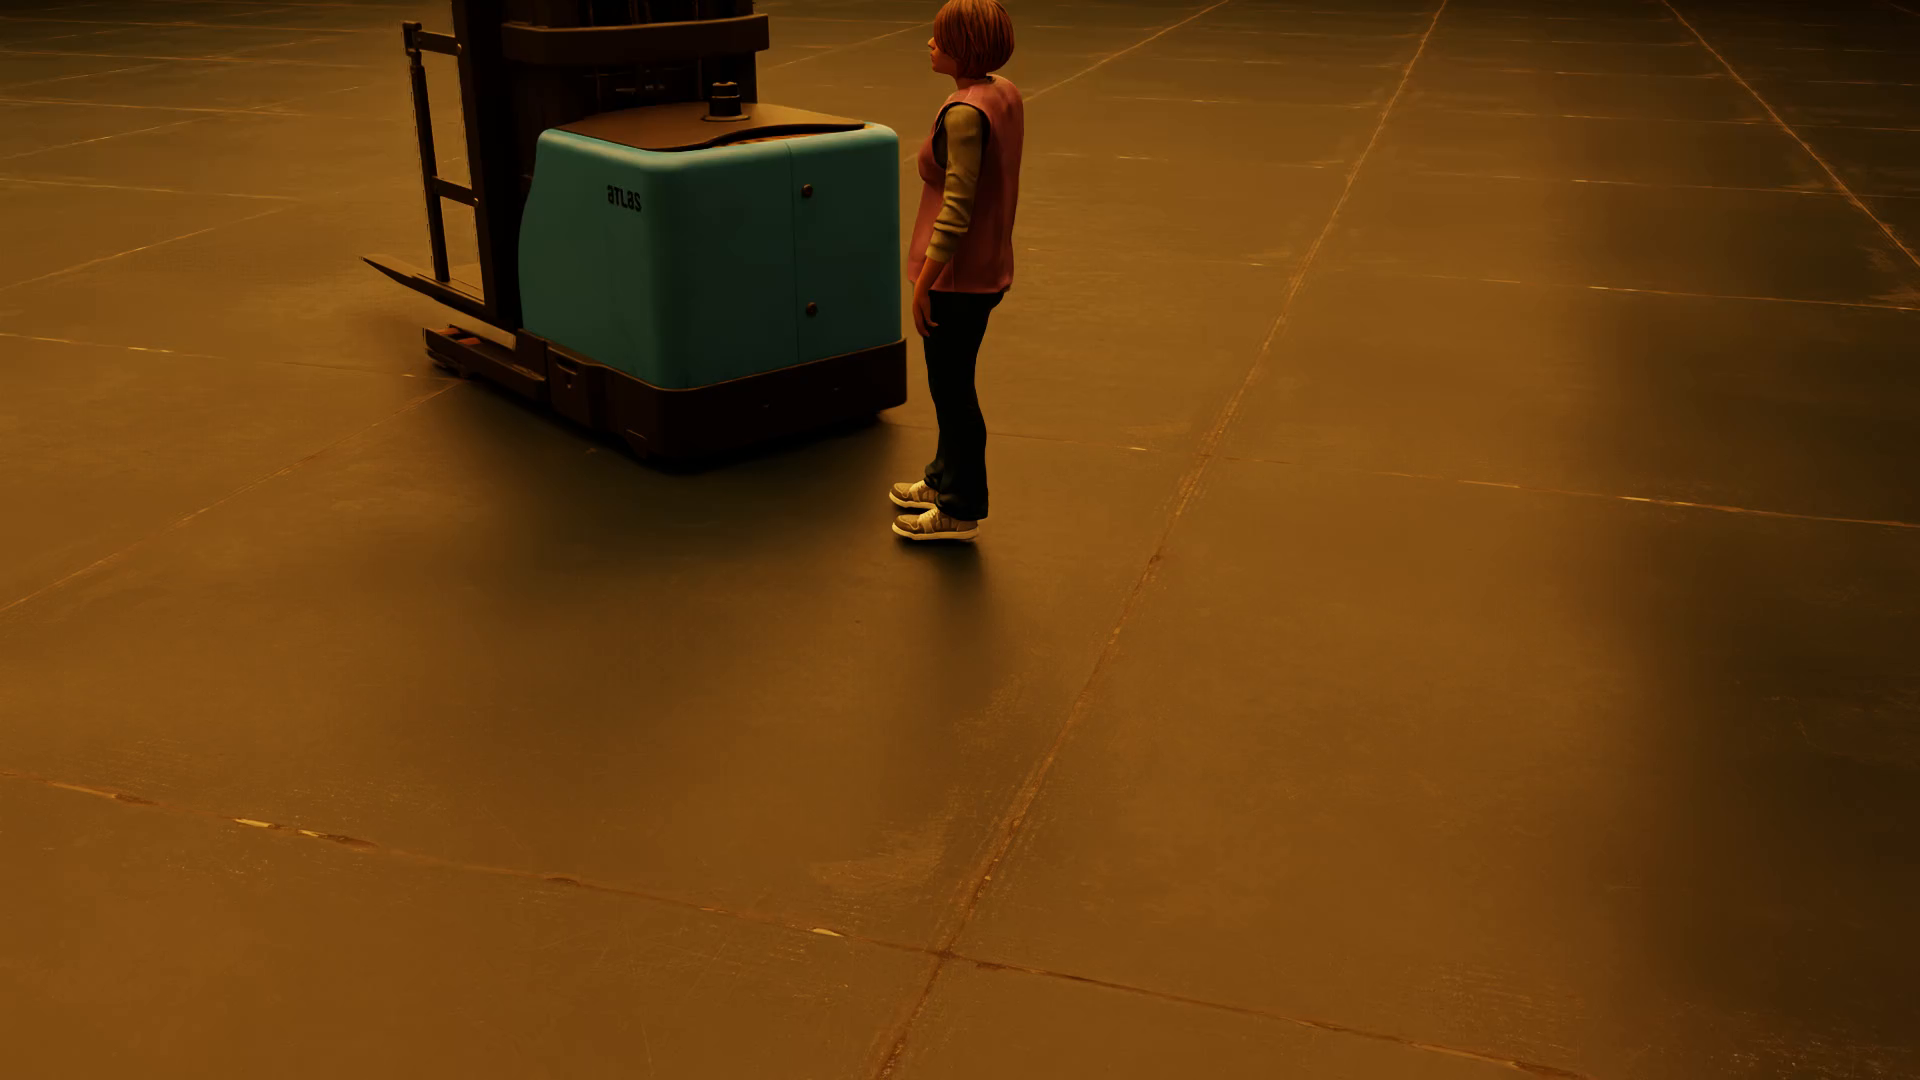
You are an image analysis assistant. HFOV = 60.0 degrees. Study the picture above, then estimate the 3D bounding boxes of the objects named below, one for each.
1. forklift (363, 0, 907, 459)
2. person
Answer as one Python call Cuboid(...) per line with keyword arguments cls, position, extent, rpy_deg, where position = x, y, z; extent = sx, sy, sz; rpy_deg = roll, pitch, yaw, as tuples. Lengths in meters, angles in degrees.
Cuboid(cls="forklift", position=(-1.538, -2.114, 6.399), extent=(1.130, 2.935, 3.031), rpy_deg=(-18, 29, -37))
Cuboid(cls="person", position=(-0.067, -0.758, 4.846), extent=(0.473, 1.599, 0.521), rpy_deg=(7, 23, 16))
